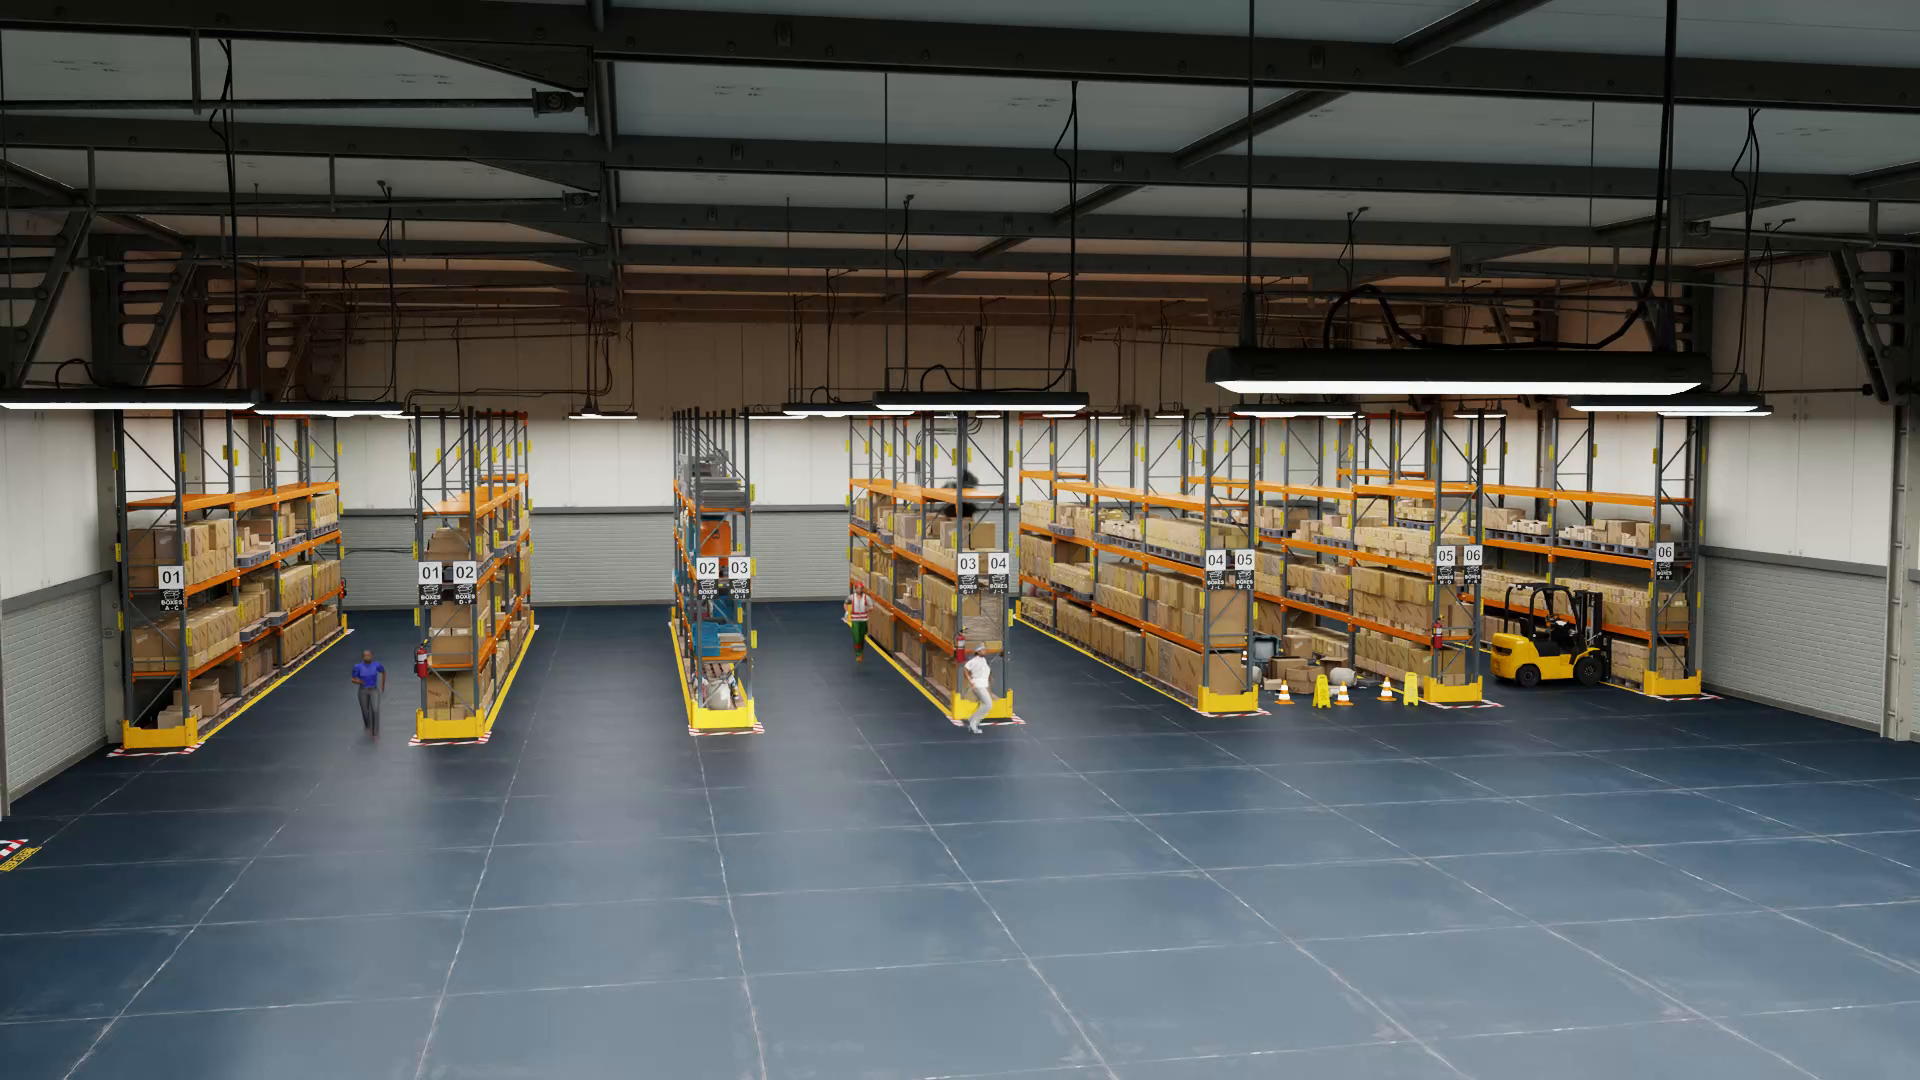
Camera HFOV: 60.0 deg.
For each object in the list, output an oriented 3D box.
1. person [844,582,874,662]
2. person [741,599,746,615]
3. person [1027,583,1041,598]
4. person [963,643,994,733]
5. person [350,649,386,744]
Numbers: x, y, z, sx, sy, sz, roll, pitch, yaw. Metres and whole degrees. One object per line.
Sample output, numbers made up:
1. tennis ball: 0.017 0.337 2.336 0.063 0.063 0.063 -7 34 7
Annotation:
1. person: -2.292 1.872 37.983 0.659 1.823 0.965 -1 4 -12
2. person: -6.738 1.377 49.396 0.914 1.700 0.624 1 4 8
3. person: 2.202 1.320 49.847 0.943 1.669 0.572 -2 5 -26
4. person: 0.398 2.725 30.669 0.543 1.636 0.607 1 4 19
5. person: -10.632 2.792 29.891 0.600 1.700 0.850 -1 4 -18
